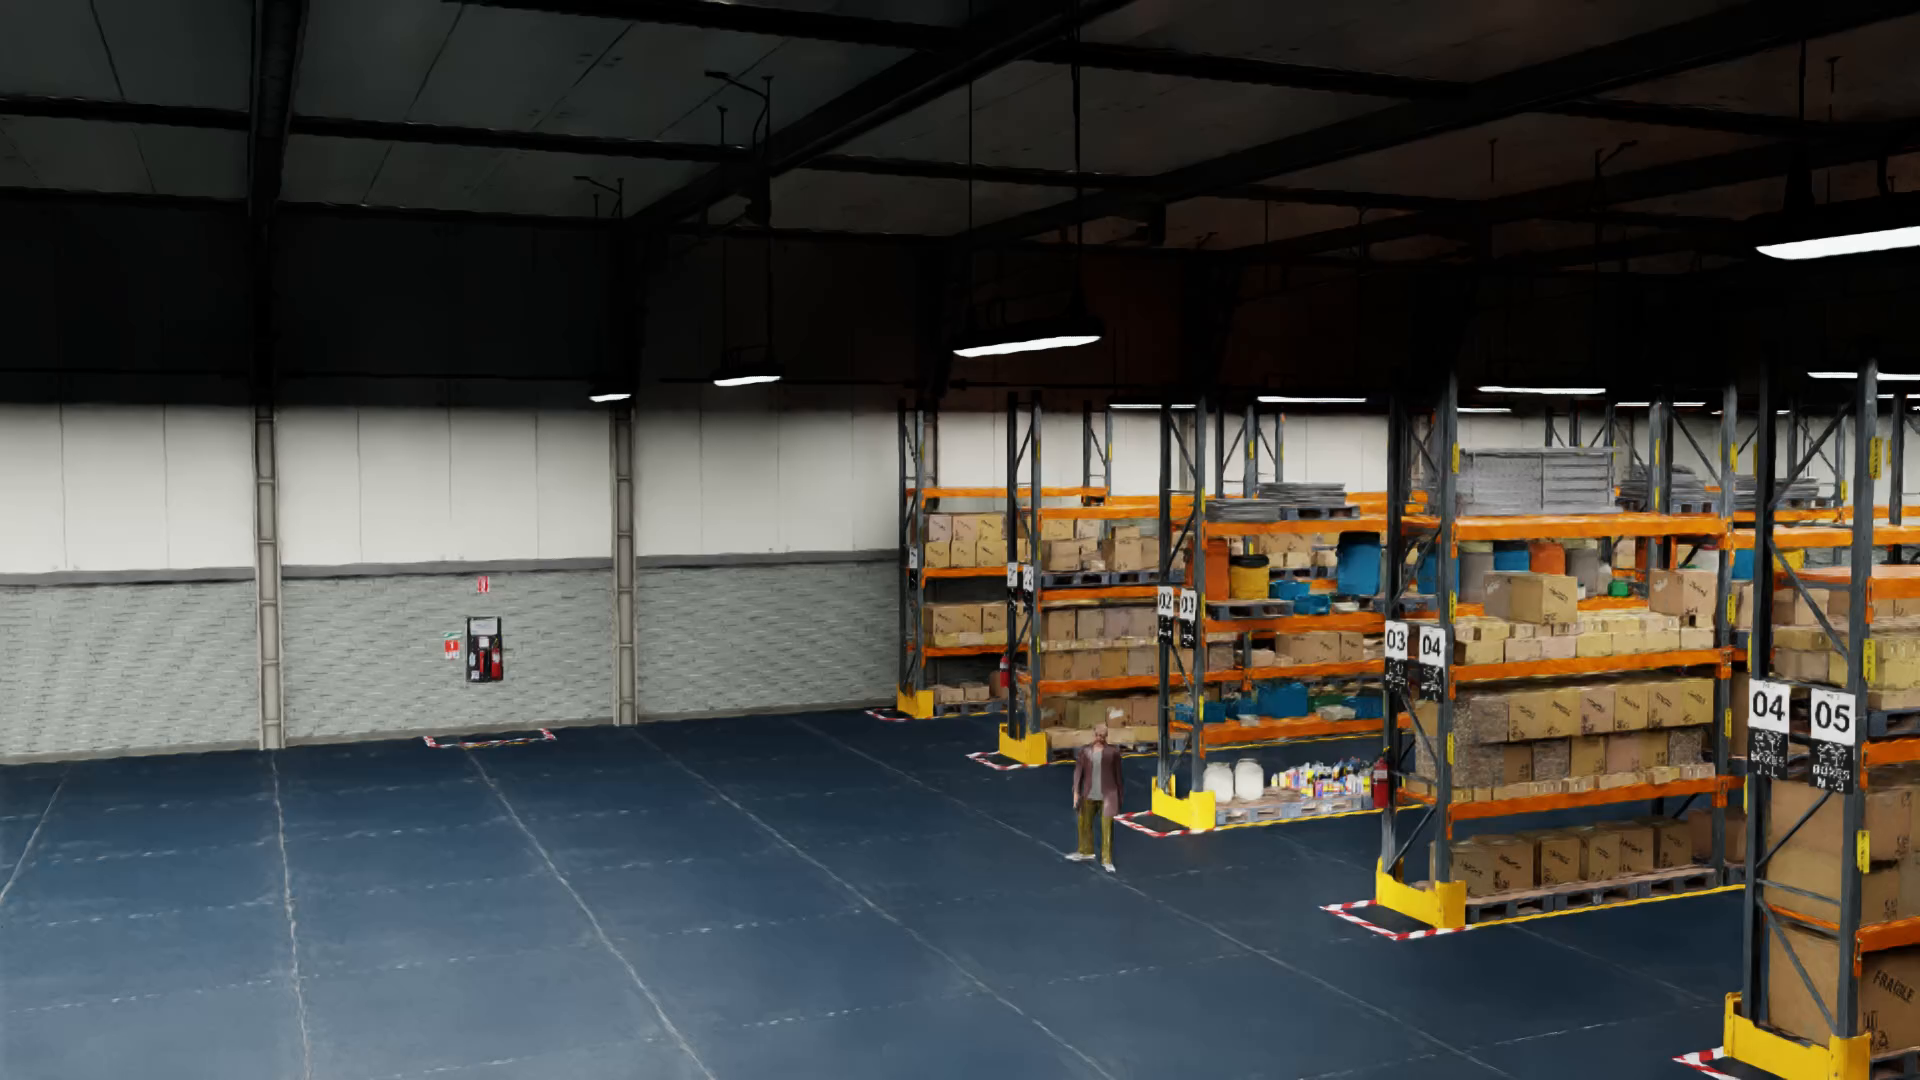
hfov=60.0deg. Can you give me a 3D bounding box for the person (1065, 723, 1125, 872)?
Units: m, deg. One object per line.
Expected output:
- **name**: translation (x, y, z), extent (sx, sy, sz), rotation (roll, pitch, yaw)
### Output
- **person**: translation (1.609, 3.094, 20.239), extent (0.777, 1.775, 0.509), rotation (1, 4, 22)
